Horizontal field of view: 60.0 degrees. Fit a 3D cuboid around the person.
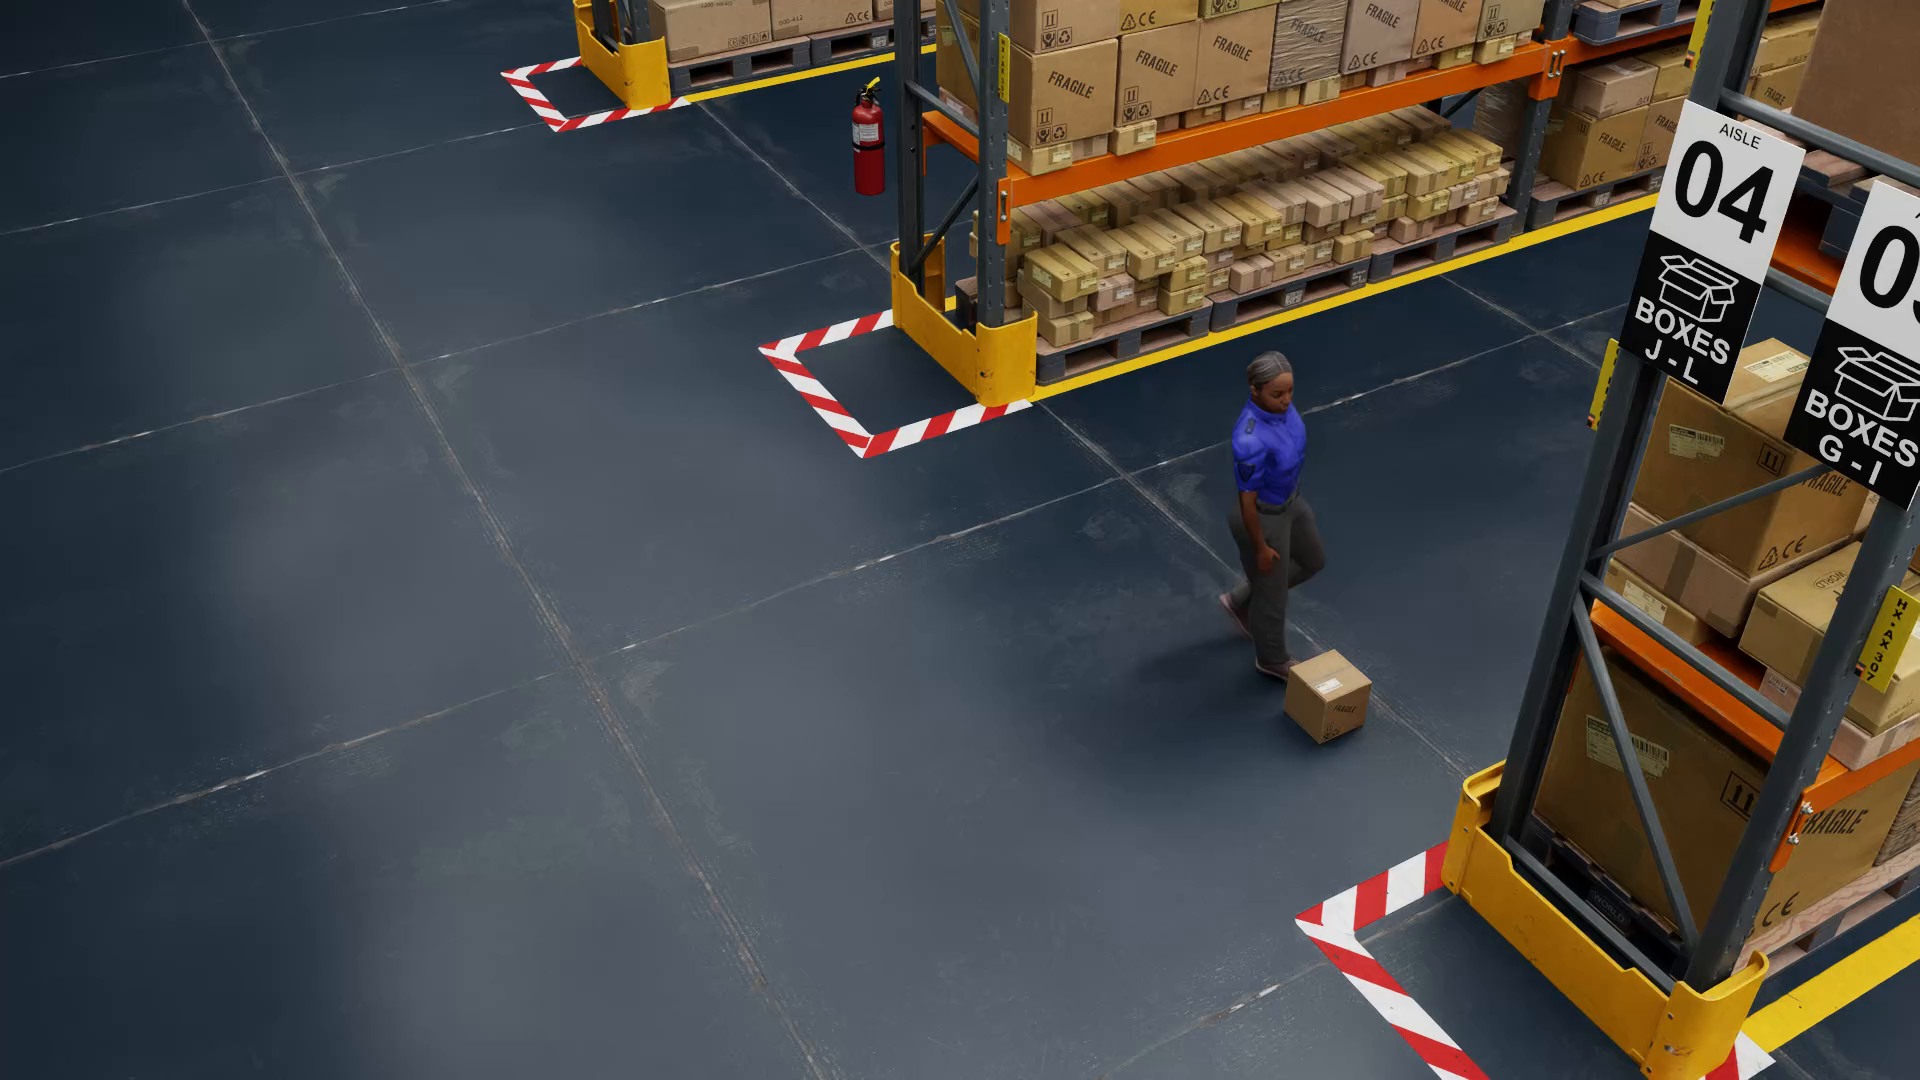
[{"bbox_3d":[1.362,-0.083,7.032,0.531,1.655,0.531,18,41,22],"label":"person"}]
